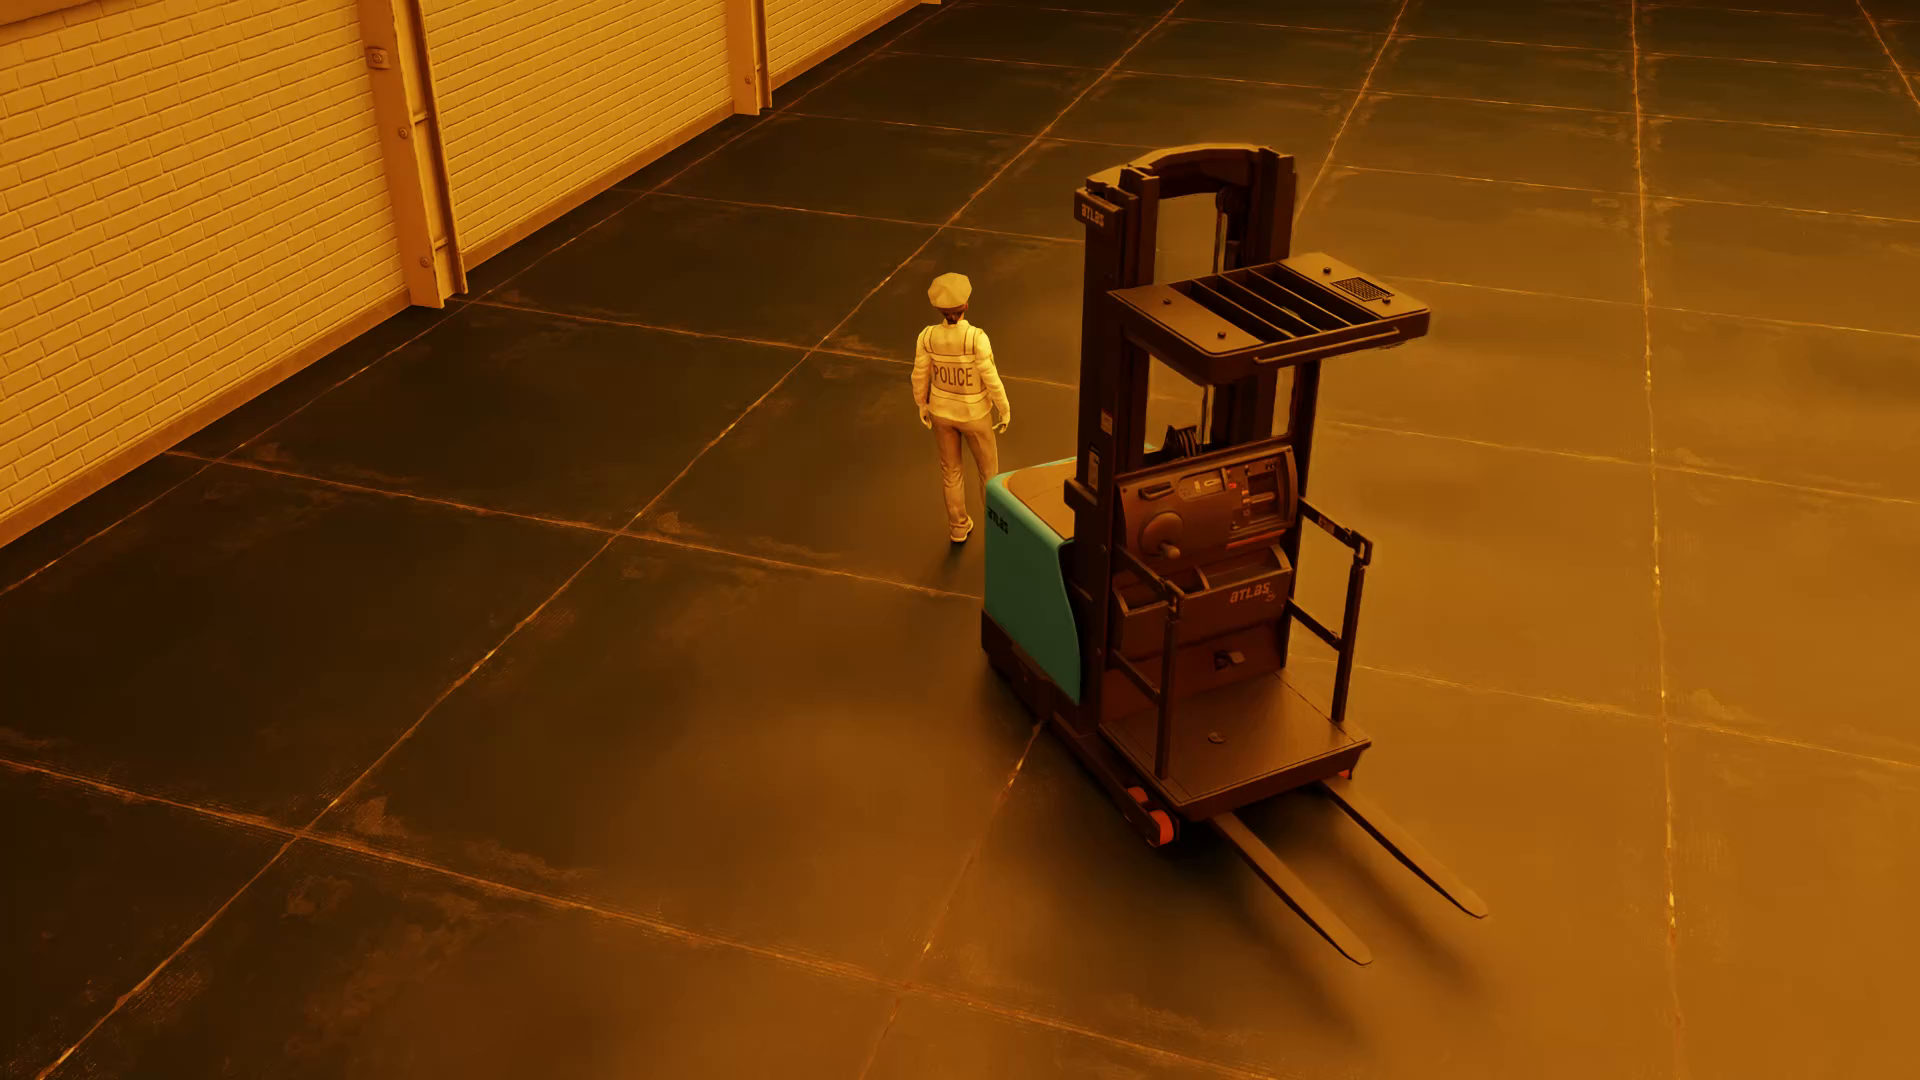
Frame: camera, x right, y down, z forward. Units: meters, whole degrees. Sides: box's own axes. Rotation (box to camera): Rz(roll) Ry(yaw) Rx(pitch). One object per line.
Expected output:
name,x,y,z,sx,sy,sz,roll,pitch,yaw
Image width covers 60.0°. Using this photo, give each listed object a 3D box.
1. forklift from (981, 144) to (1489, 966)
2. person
forklift,1.227,-0.120,7.347,1.130,2.935,3.031,-14,33,-23
person,0.028,-0.773,9.726,0.588,1.697,0.533,10,31,16
